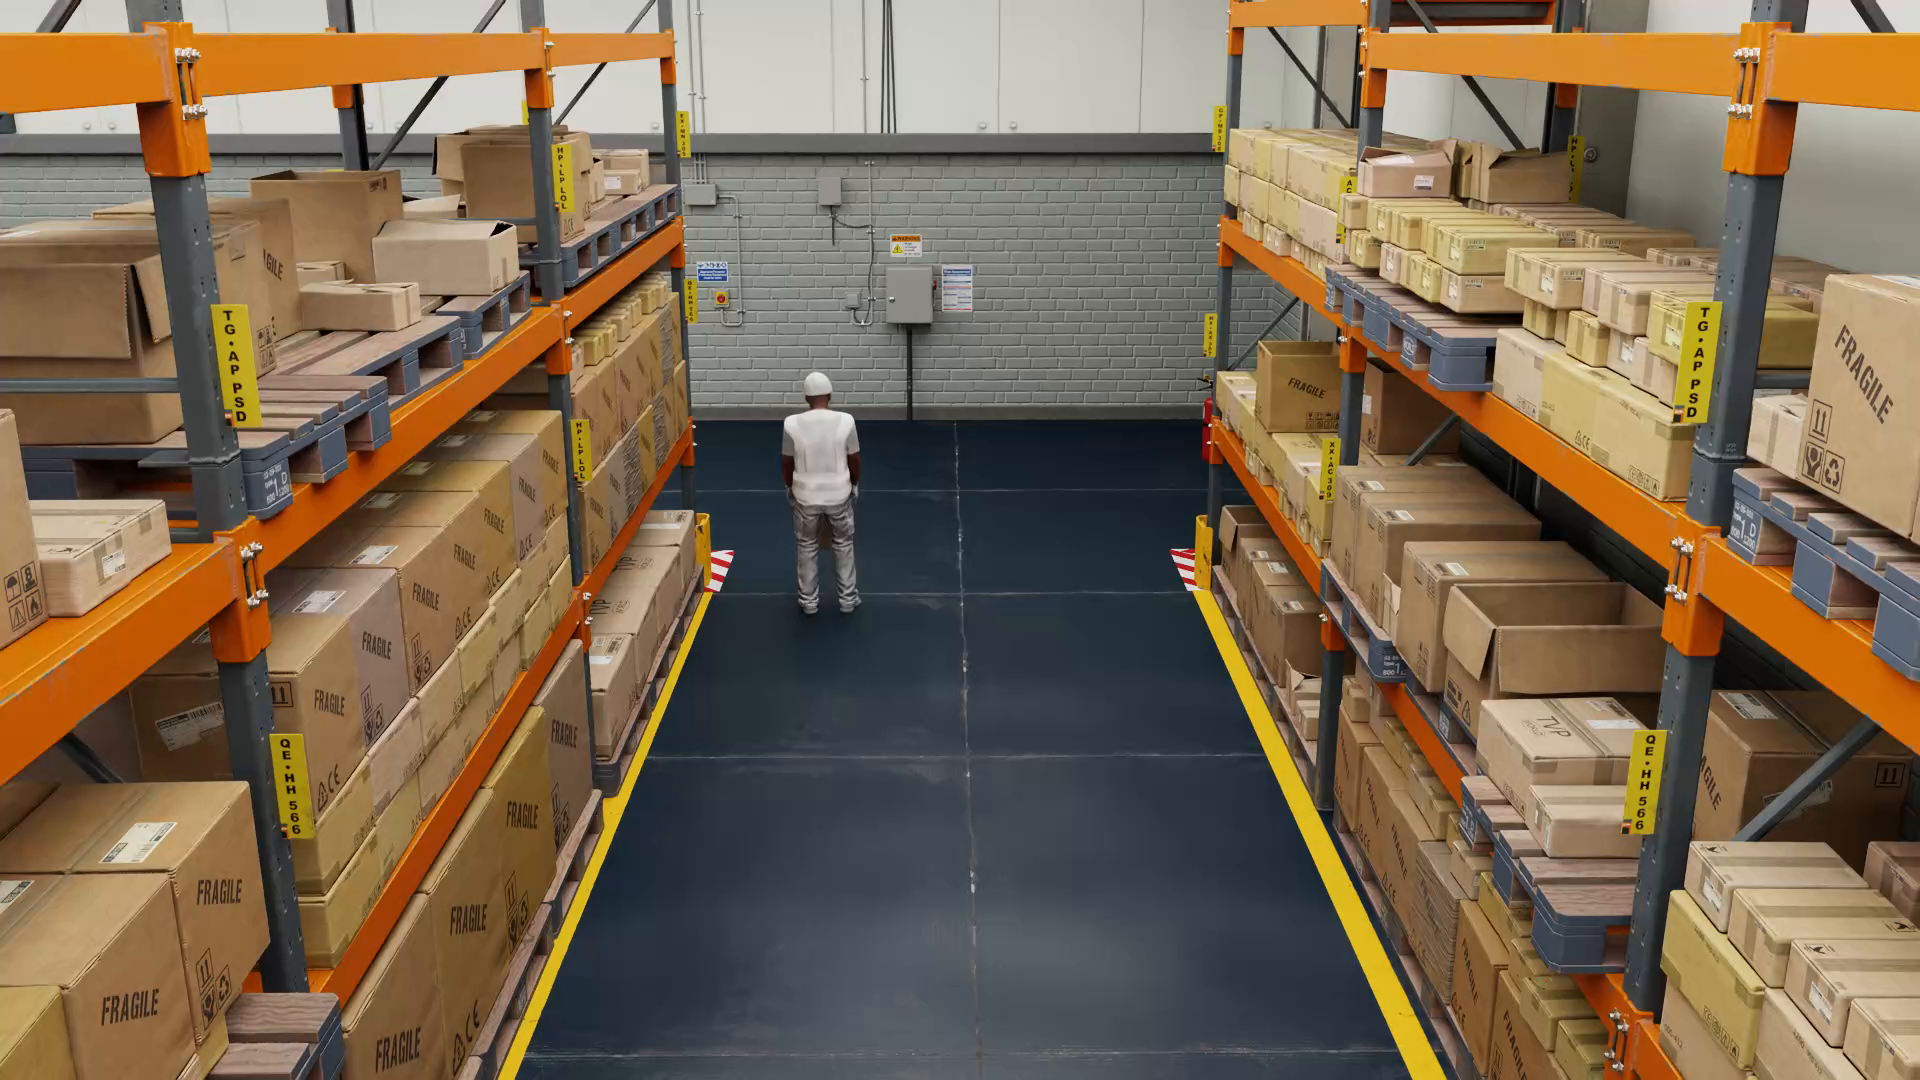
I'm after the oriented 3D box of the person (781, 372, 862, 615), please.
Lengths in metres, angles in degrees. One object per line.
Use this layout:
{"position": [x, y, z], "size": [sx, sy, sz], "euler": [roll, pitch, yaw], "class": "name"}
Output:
{"position": [-1.005, -0.333, 12.104], "size": [0.575, 1.781, 0.411], "euler": [-1, 17, -4], "class": "person"}
